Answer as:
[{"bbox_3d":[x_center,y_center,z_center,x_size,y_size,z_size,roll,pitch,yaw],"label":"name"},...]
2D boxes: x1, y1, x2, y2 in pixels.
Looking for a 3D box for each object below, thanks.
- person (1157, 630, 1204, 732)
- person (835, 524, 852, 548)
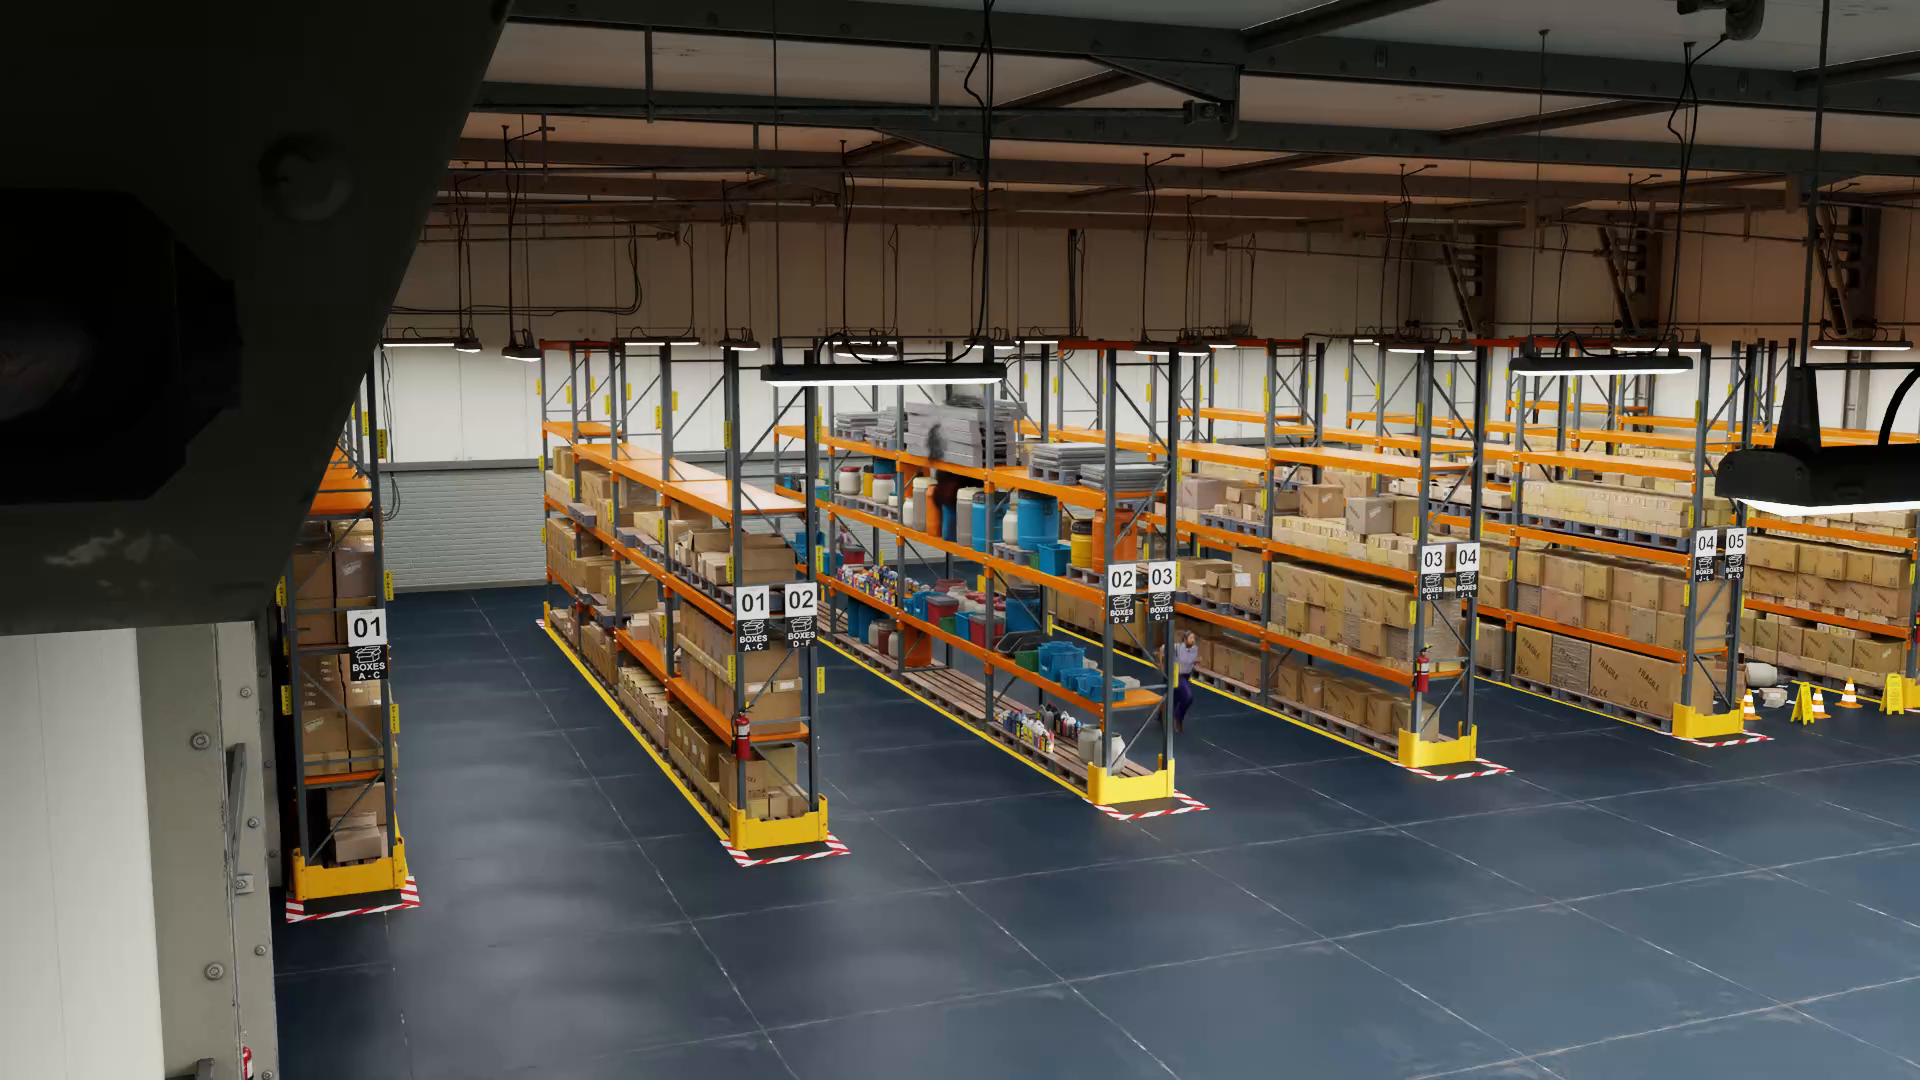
[{"bbox_3d":[3.412,2.173,25.897,0.593,1.597,0.864,-7,10,-44],"label":"person"},{"bbox_3d":[-2.710,0.394,39.636,0.636,1.547,0.512,-1,7,-7],"label":"person"}]
